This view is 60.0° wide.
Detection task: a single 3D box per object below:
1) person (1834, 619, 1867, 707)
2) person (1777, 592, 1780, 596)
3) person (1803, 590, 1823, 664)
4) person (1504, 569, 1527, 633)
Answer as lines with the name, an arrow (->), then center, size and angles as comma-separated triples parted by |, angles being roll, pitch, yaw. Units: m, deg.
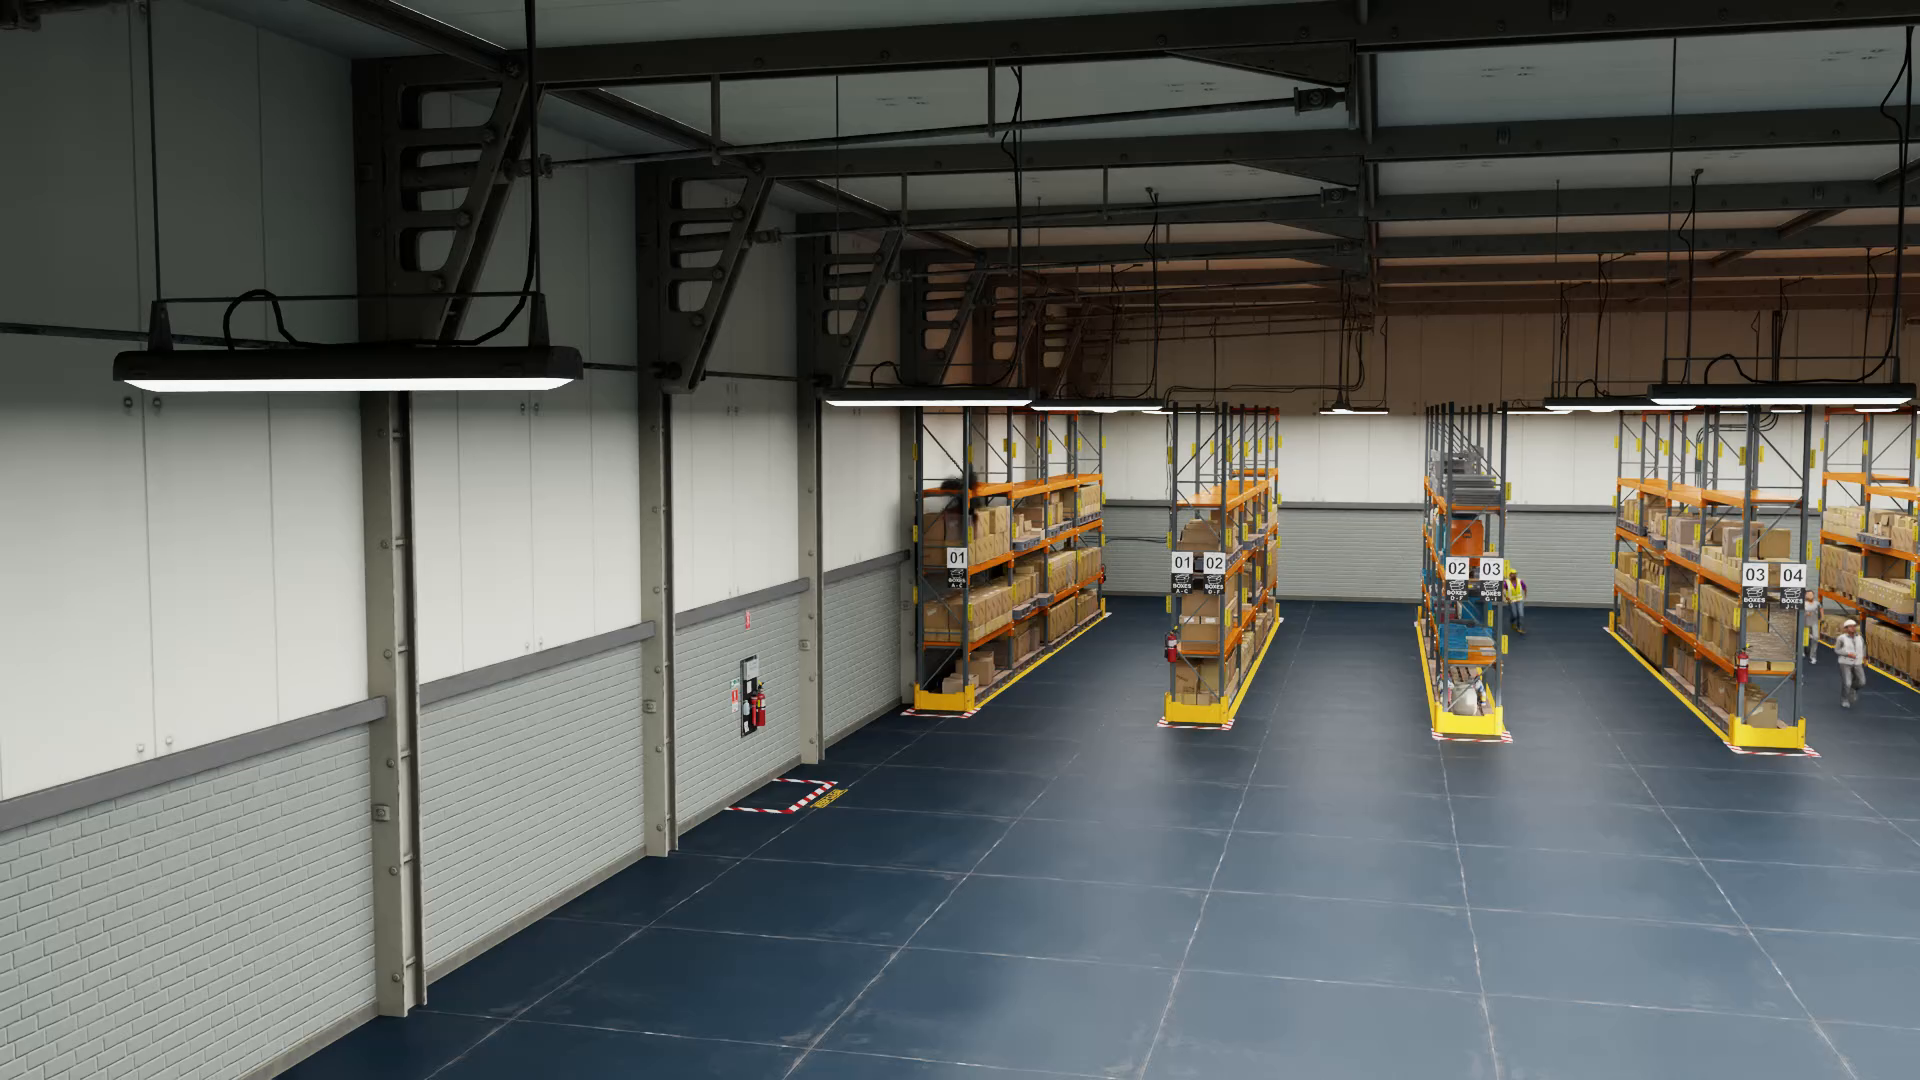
person -> 17.627, 2.444, 32.839 | 0.645, 1.736, 0.591 | 0, 4, 4
person -> 21.847, 1.604, 43.990 | 0.941, 1.826, 0.727 | -1, 4, -18
person -> 19.950, 2.015, 39.001 | 0.569, 1.684, 0.887 | 2, 4, 20
person -> 14.677, 1.620, 44.094 | 0.700, 1.700, 0.631 | 0, 4, -1
